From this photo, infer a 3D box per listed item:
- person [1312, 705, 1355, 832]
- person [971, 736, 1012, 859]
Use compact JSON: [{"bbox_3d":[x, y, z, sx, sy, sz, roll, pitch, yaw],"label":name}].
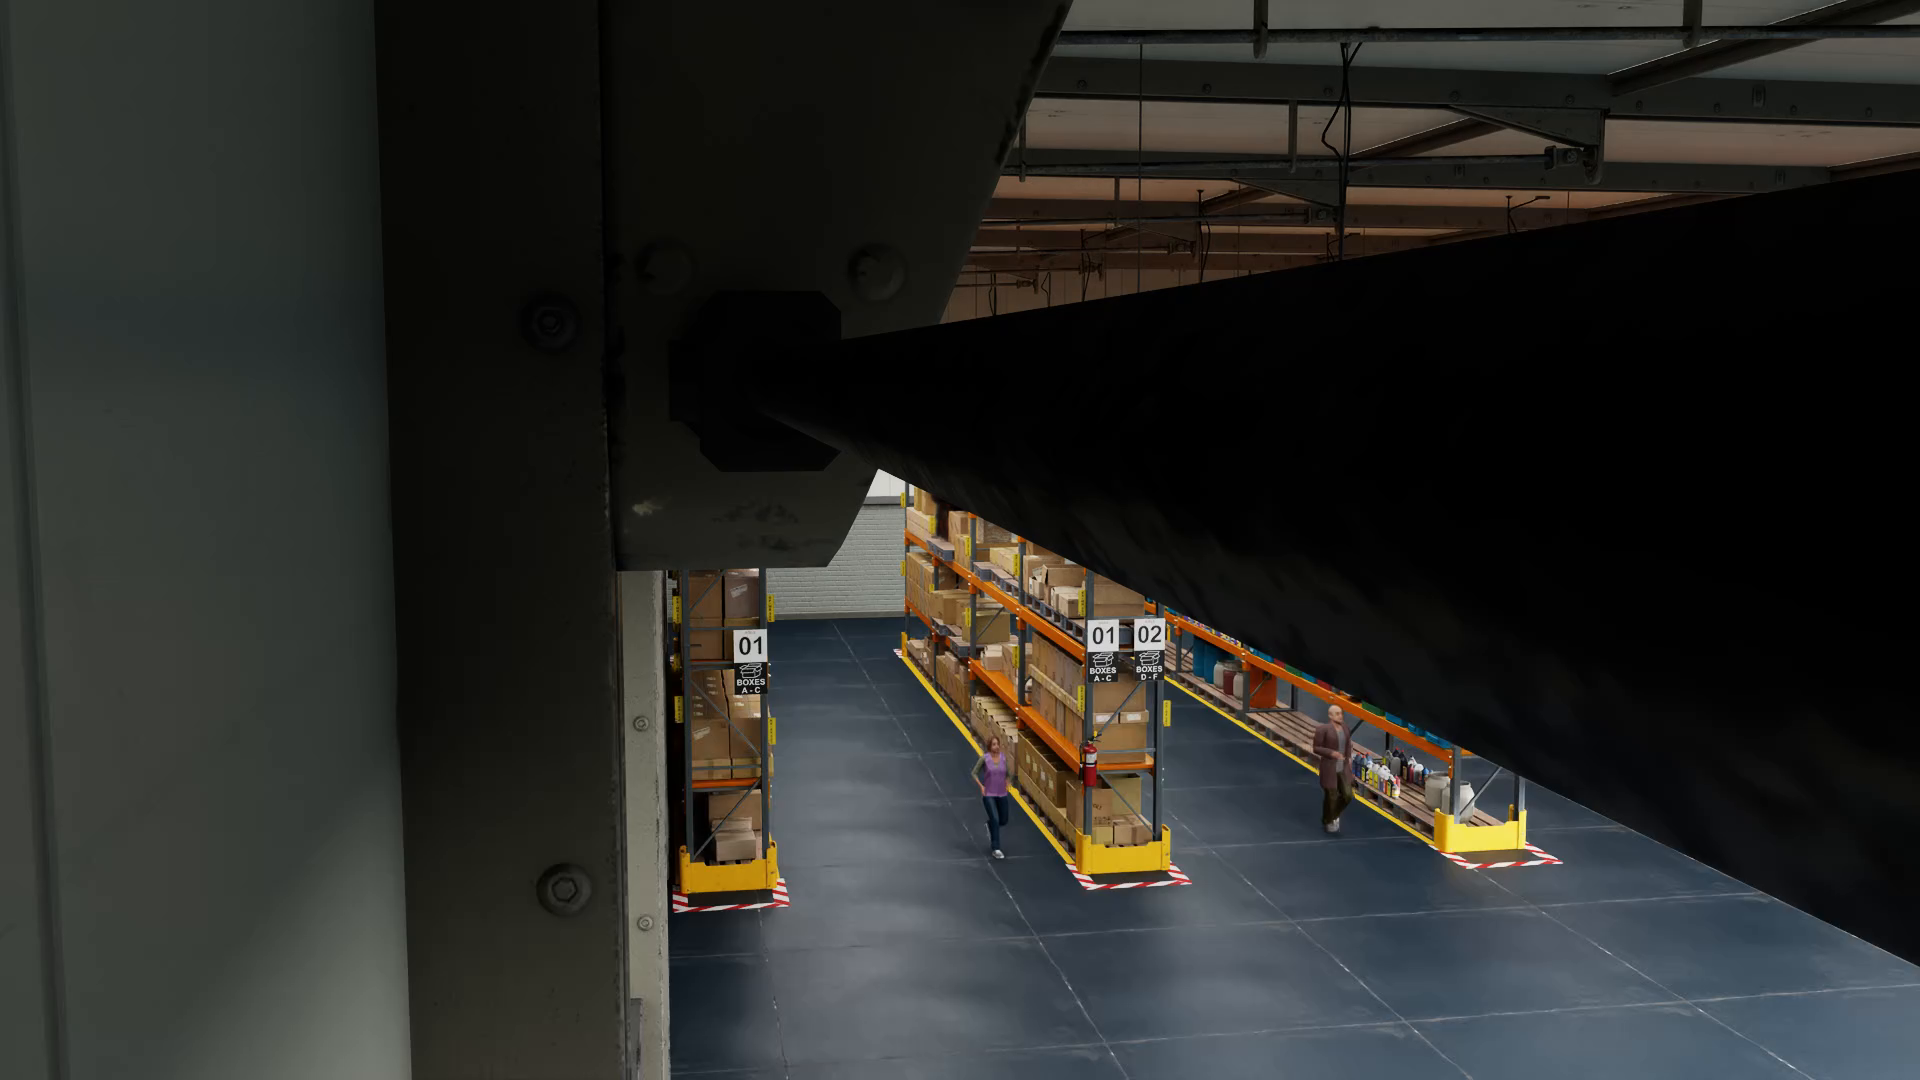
[{"bbox_3d":[5.101,3.121,22.498,0.678,1.767,0.661,-2,6,-18],"label":"person"},{"bbox_3d":[0.421,3.313,21.648,0.543,1.555,0.694,-2,6,-20],"label":"person"}]
